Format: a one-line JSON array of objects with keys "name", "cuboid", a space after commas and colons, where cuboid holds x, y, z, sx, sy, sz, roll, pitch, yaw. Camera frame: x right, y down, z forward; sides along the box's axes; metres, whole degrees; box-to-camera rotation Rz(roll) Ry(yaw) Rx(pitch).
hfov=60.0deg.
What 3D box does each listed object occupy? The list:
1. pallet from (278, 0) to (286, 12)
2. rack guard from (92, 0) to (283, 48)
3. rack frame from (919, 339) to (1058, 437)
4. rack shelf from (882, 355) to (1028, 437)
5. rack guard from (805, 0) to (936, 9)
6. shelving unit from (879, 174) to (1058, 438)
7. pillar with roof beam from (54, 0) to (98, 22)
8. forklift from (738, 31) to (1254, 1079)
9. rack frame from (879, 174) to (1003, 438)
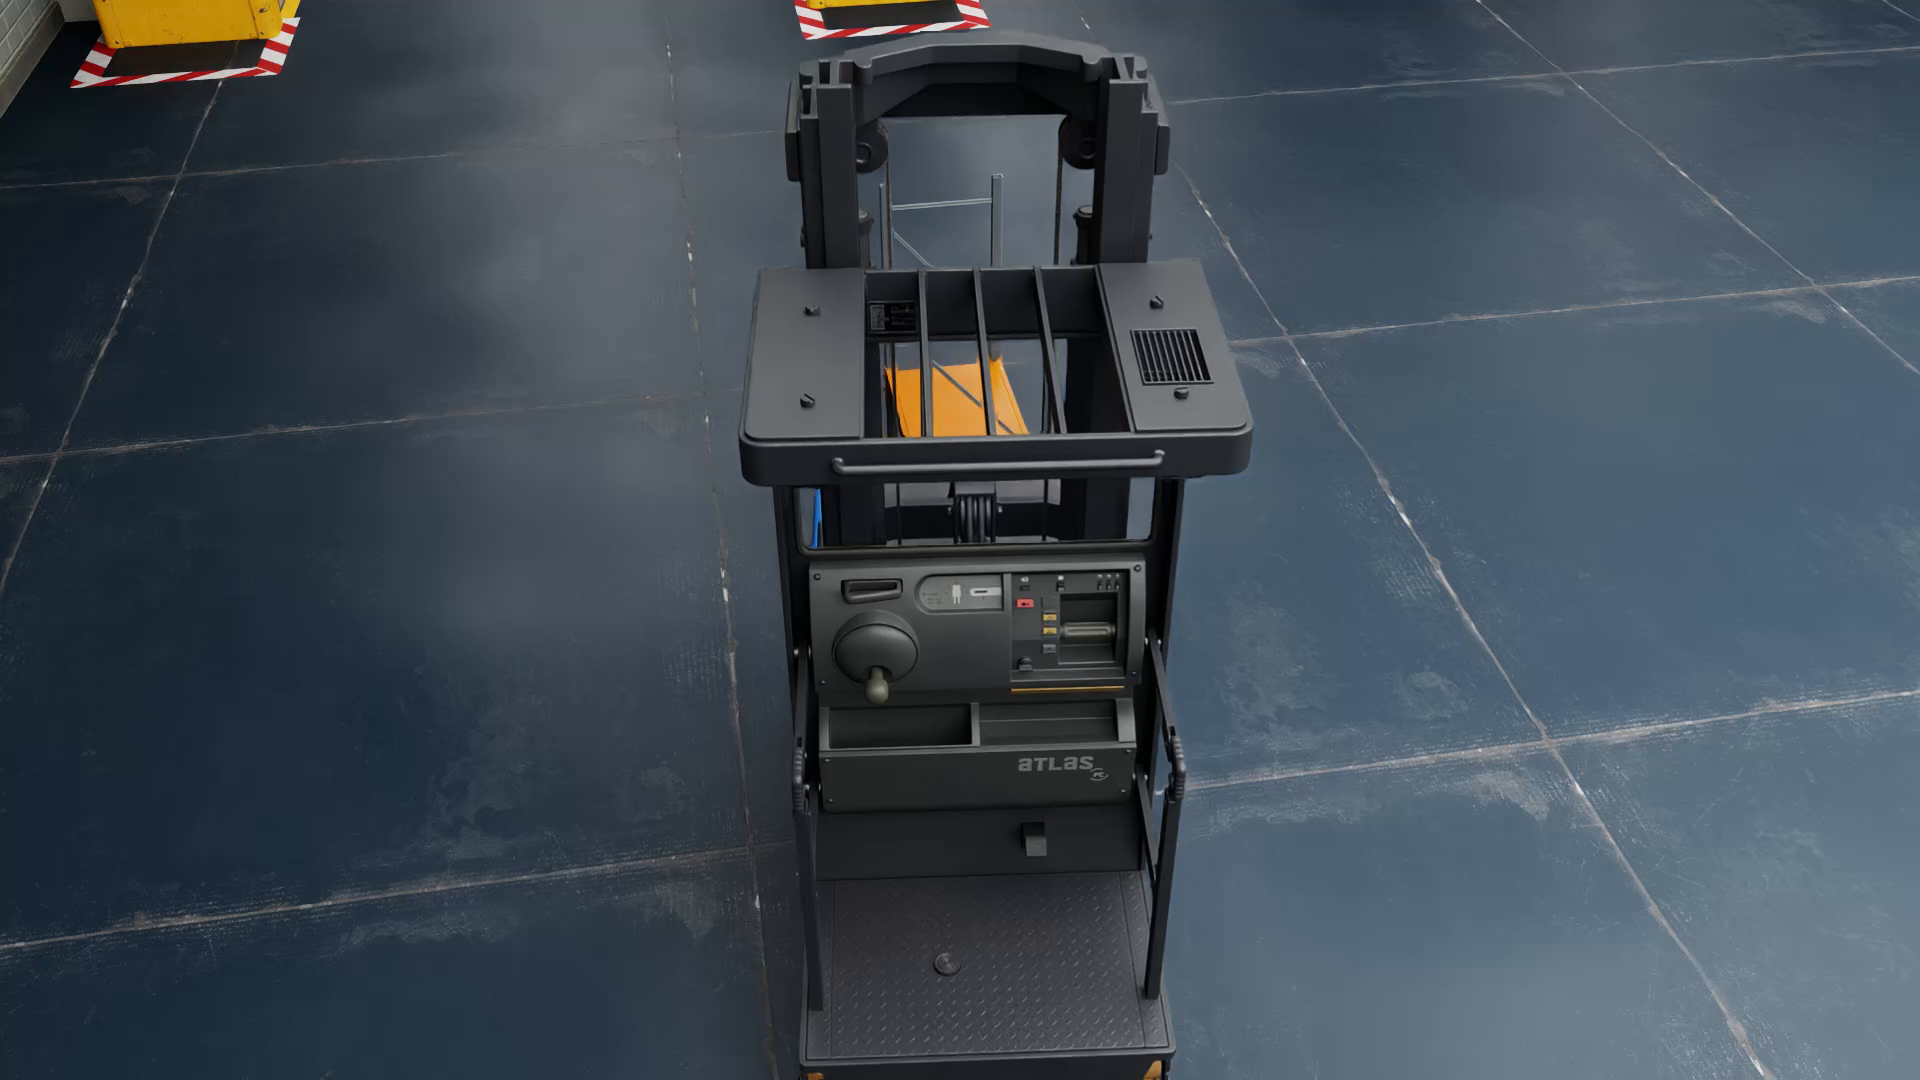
[{"name": "pallet", "cuboid": [-5.579, -4.198, 12.482, 1.003, 0.211, 1.213, -6, 38, -8]}, {"name": "rack guard", "cuboid": [-5.472, -3.818, 11.757, 1.175, 0.500, 0.348, -6, 38, -8]}, {"name": "rack frame", "cuboid": [0.104, -0.234, 6.328, 0.500, 1.500, 0.032, -6, 38, -8]}, {"name": "rack shelf", "cuboid": [0.015, -0.399, 6.834, 0.538, 0.185, 1.000, -6, 38, -8]}, {"name": "rack guard", "cuboid": [-0.578, -4.292, 12.368, 1.175, 0.500, 0.348, -6, 38, -8]}, {"name": "shelving unit", "cuboid": [0.013, -0.546, 6.731, 0.587, 1.500, 1.083, -6, 38, -8]}, {"name": "pillar with roof beam", "cuboid": [-2.194, -7.921, 10.111, 9.100, 9.000, 0.400, -6, 38, -8]}, {"name": "forklift", "cuboid": [0.062, 0.318, 4.452, 1.130, 2.935, 3.031, -2, 38, -2]}, {"name": "rack frame", "cuboid": [-0.074, -0.848, 7.119, 0.500, 1.500, 0.032, -6, 38, -8]}]
